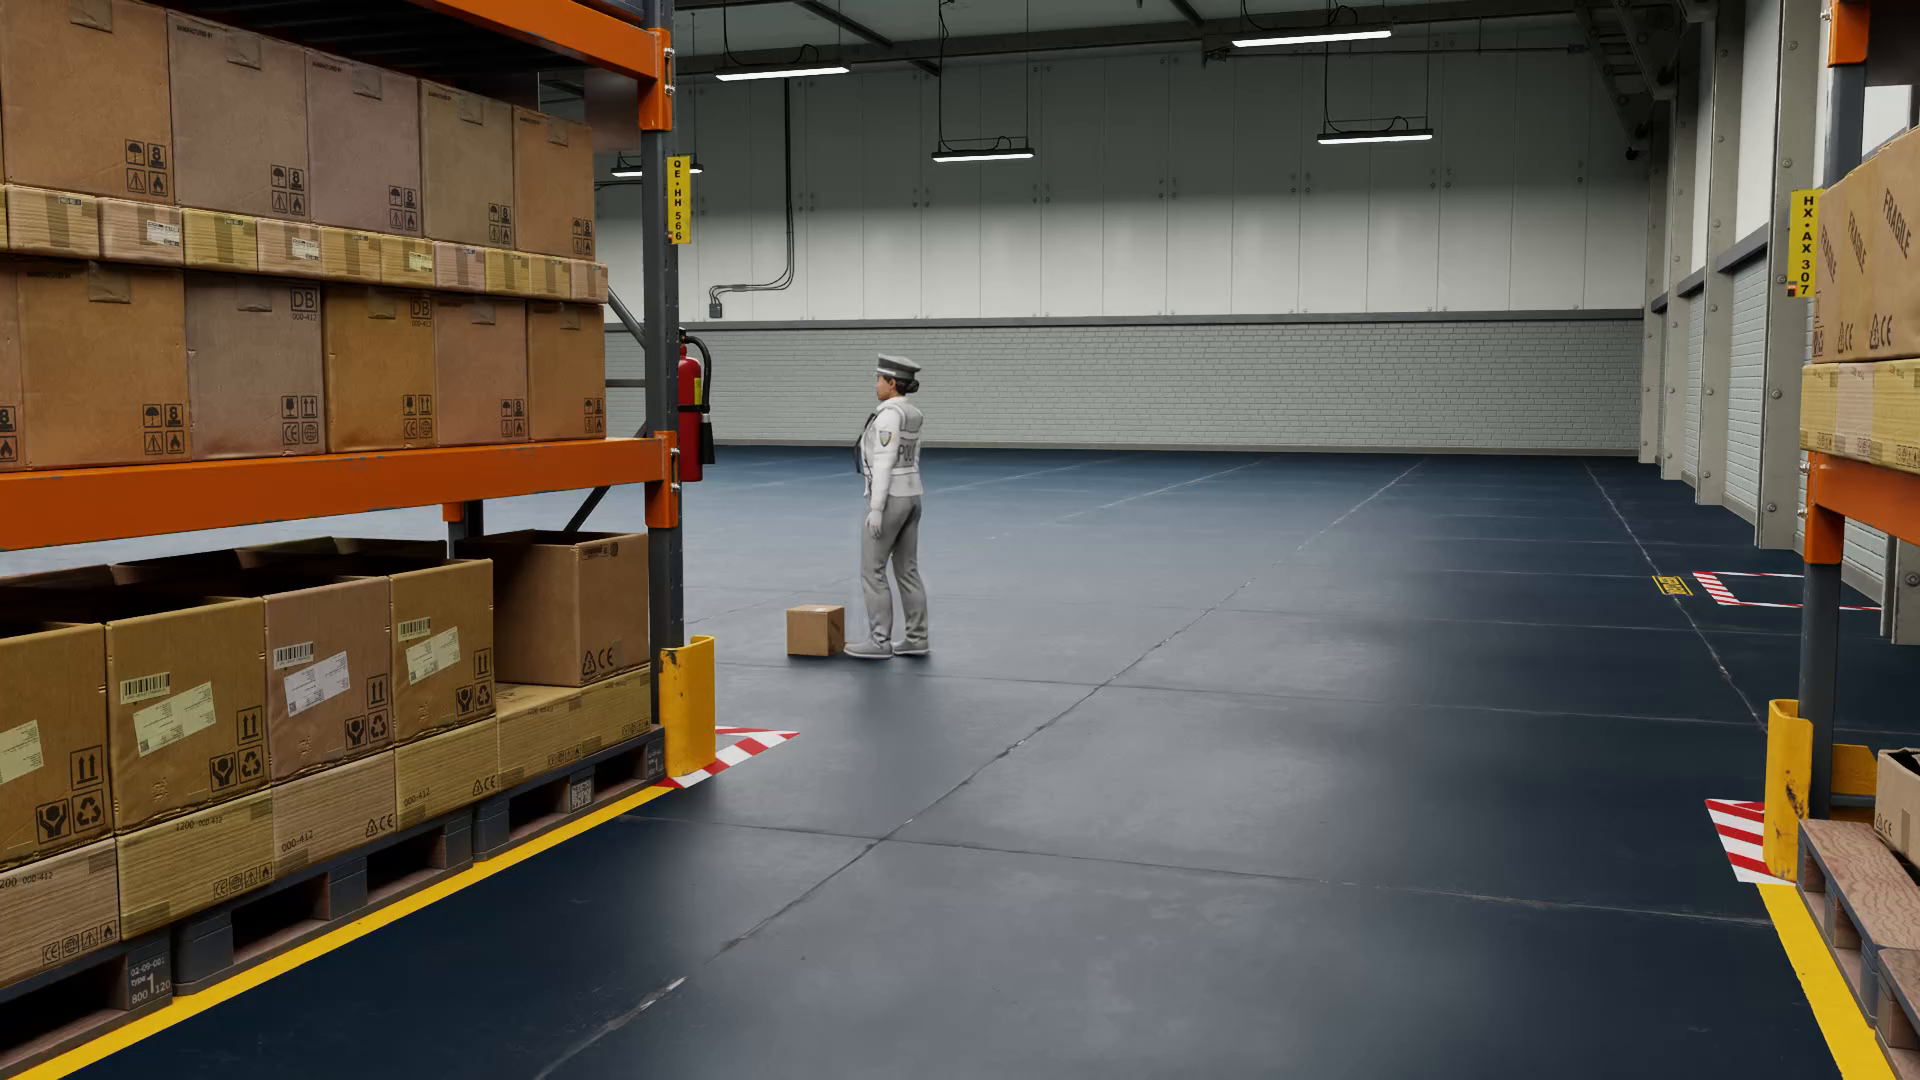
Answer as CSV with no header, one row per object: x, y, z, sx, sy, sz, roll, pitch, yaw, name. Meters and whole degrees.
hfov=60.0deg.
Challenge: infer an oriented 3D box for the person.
-0.409,-0.185,9.159,0.422,1.681,0.482,2,6,20,person
